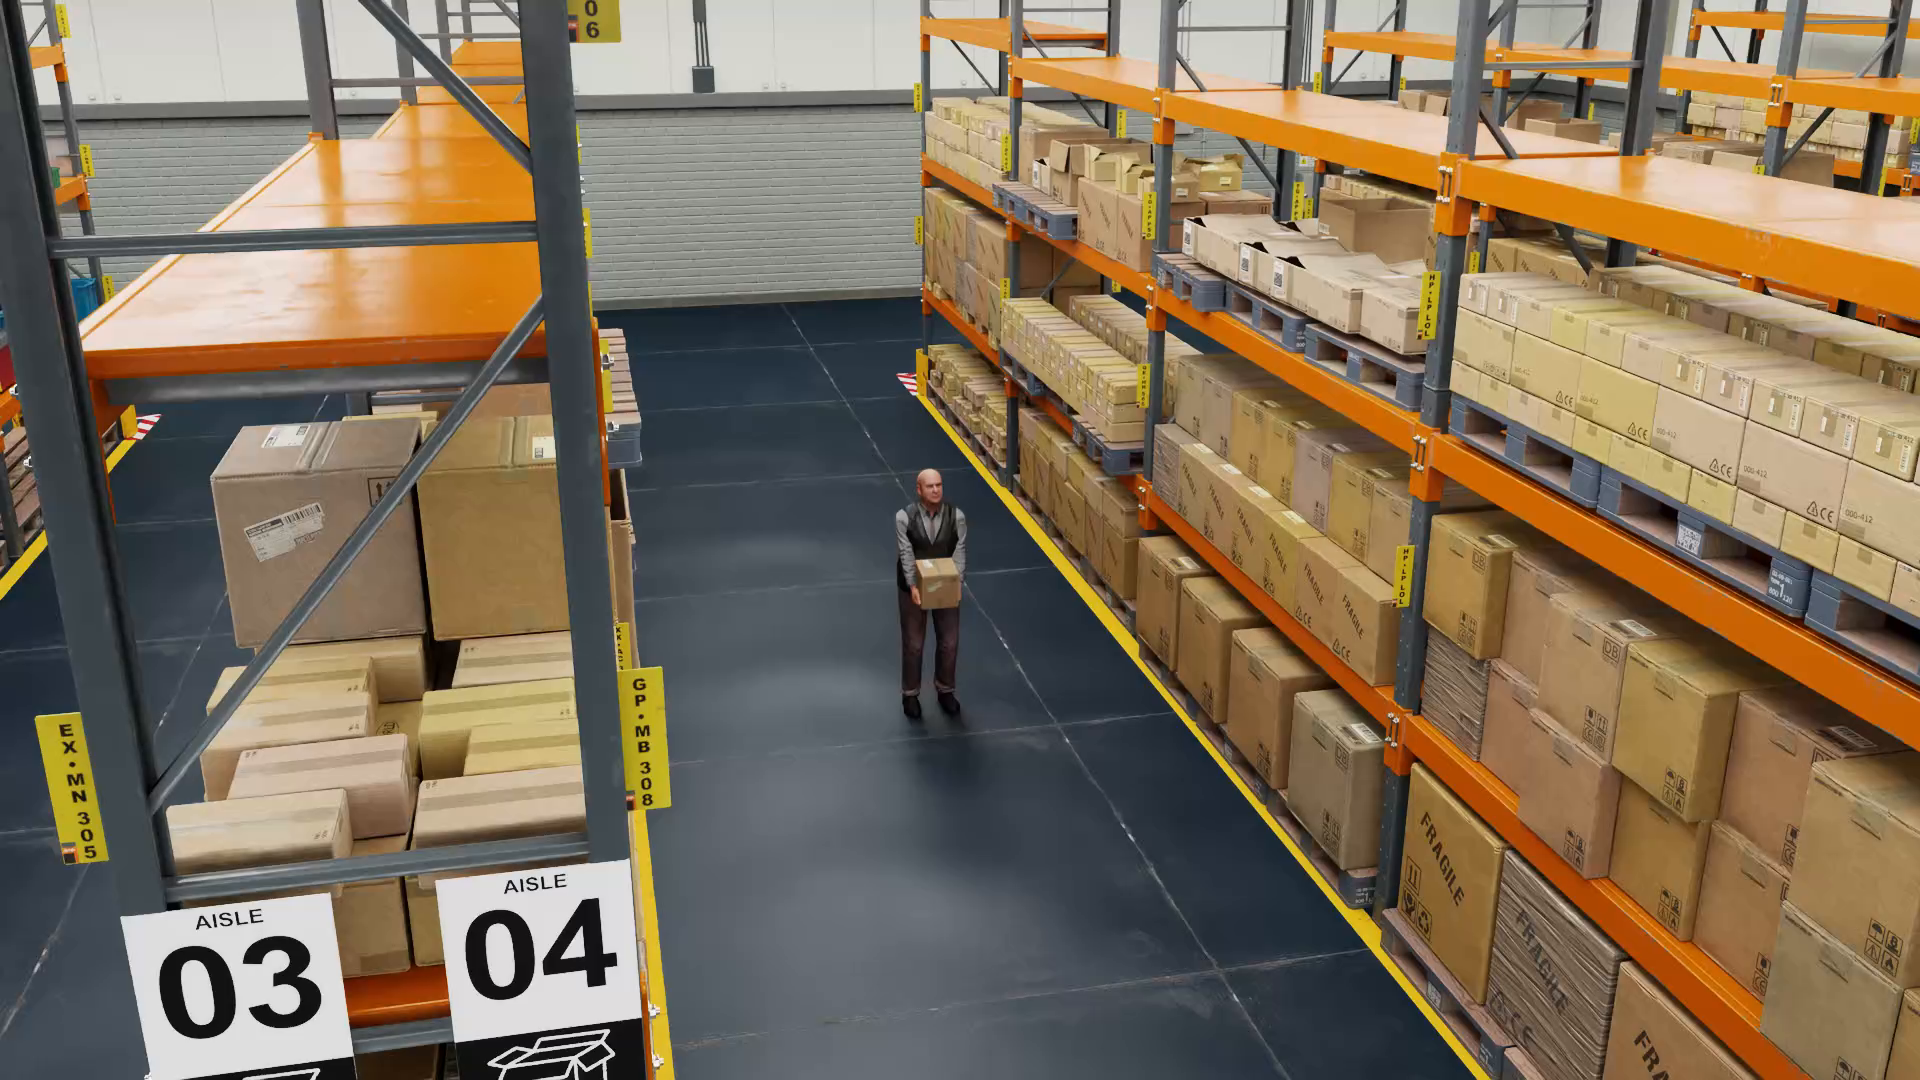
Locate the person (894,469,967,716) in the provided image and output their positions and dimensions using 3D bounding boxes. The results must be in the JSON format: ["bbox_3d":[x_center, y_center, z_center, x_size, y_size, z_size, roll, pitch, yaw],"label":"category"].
[{"bbox_3d":[-0.177,0.383,11.351,0.494,1.711,0.551,-4,20,-12],"label":"person"}]
